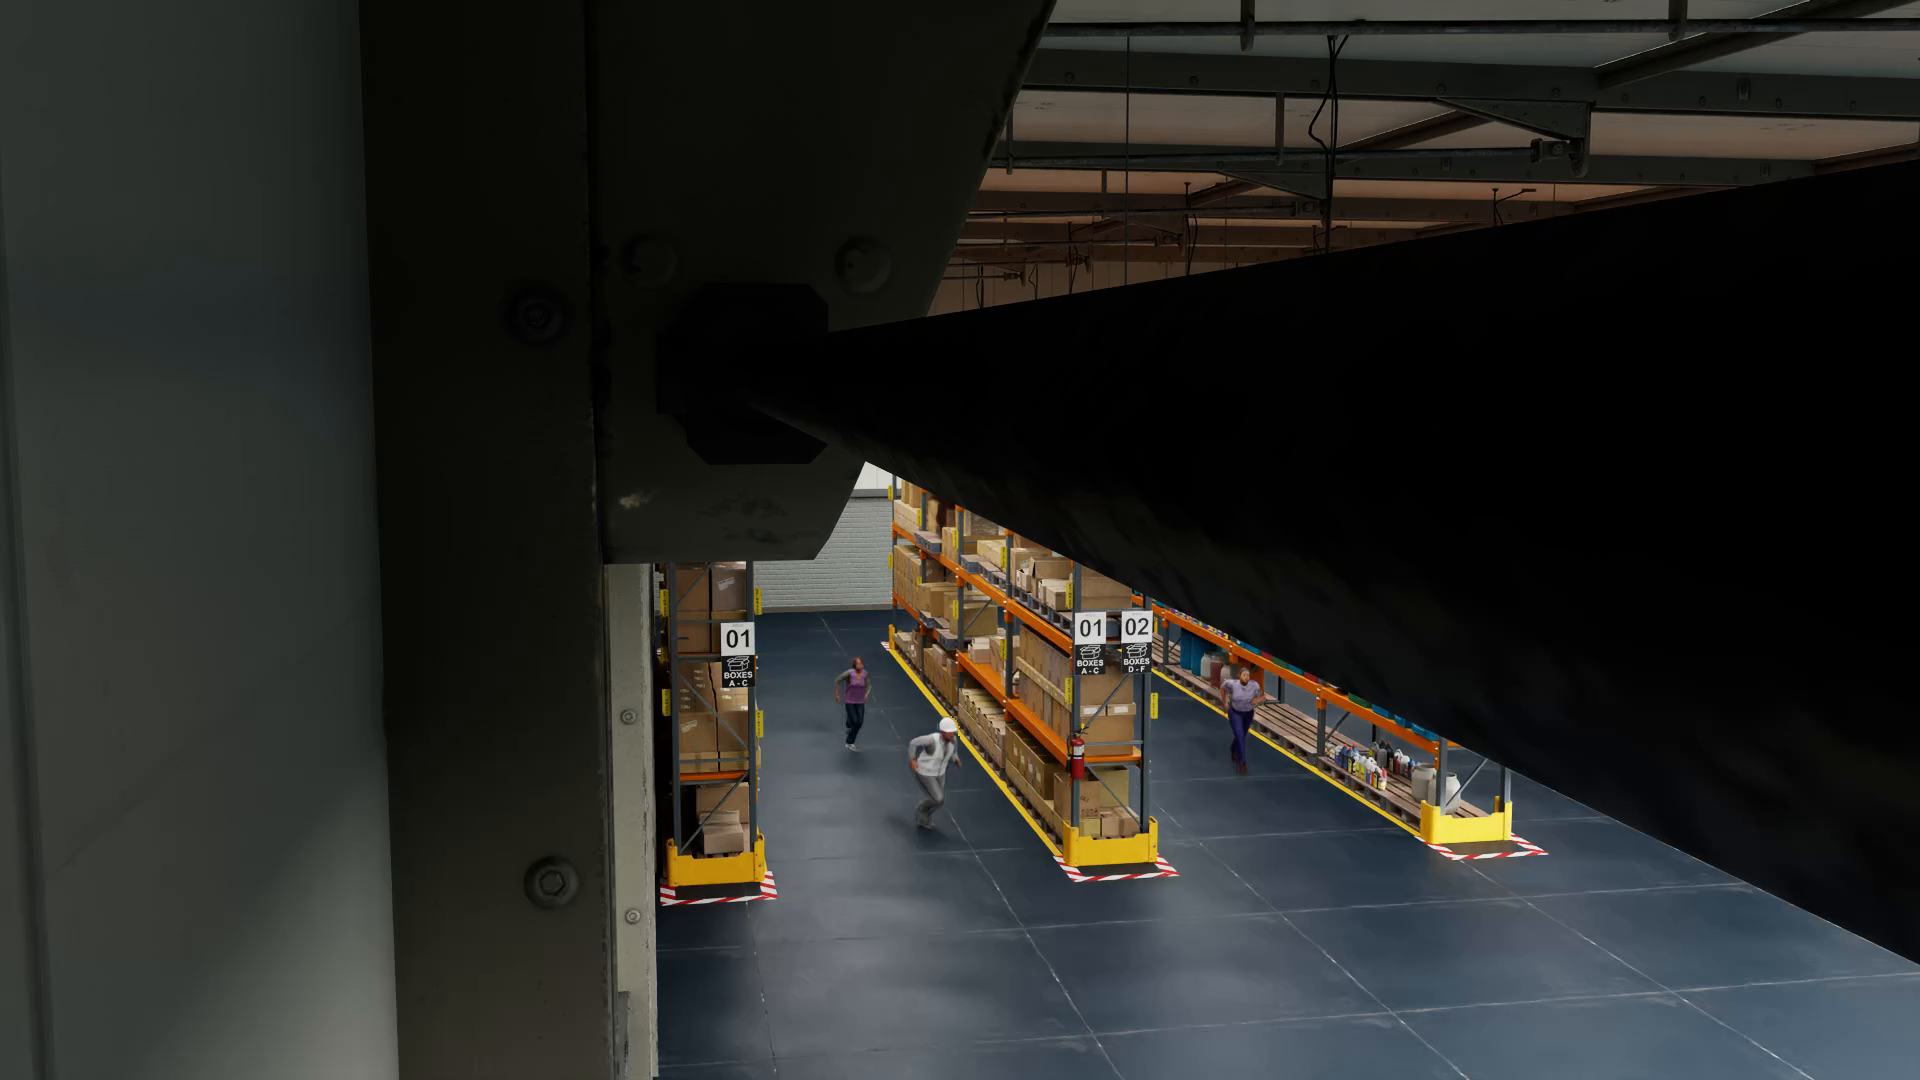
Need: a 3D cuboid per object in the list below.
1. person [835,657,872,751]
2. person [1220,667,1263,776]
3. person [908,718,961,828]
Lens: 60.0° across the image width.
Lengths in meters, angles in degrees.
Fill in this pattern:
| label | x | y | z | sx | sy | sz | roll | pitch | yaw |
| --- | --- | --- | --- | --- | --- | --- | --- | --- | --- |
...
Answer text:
| label | x | y | z | sx | sy | sz | roll | pitch | yaw |
| --- | --- | --- | --- | --- | --- | --- | --- | --- | --- |
| person | -1.713 | 2.661 | 27.009 | 0.573 | 1.550 | 0.624 | -3 | 7 | -23 |
| person | 4.349 | 2.756 | 25.798 | 0.604 | 1.663 | 0.965 | -1 | 6 | -10 |
| person | -0.351 | 3.134 | 22.257 | 0.685 | 1.599 | 0.866 | -5 | 8 | -40 |
